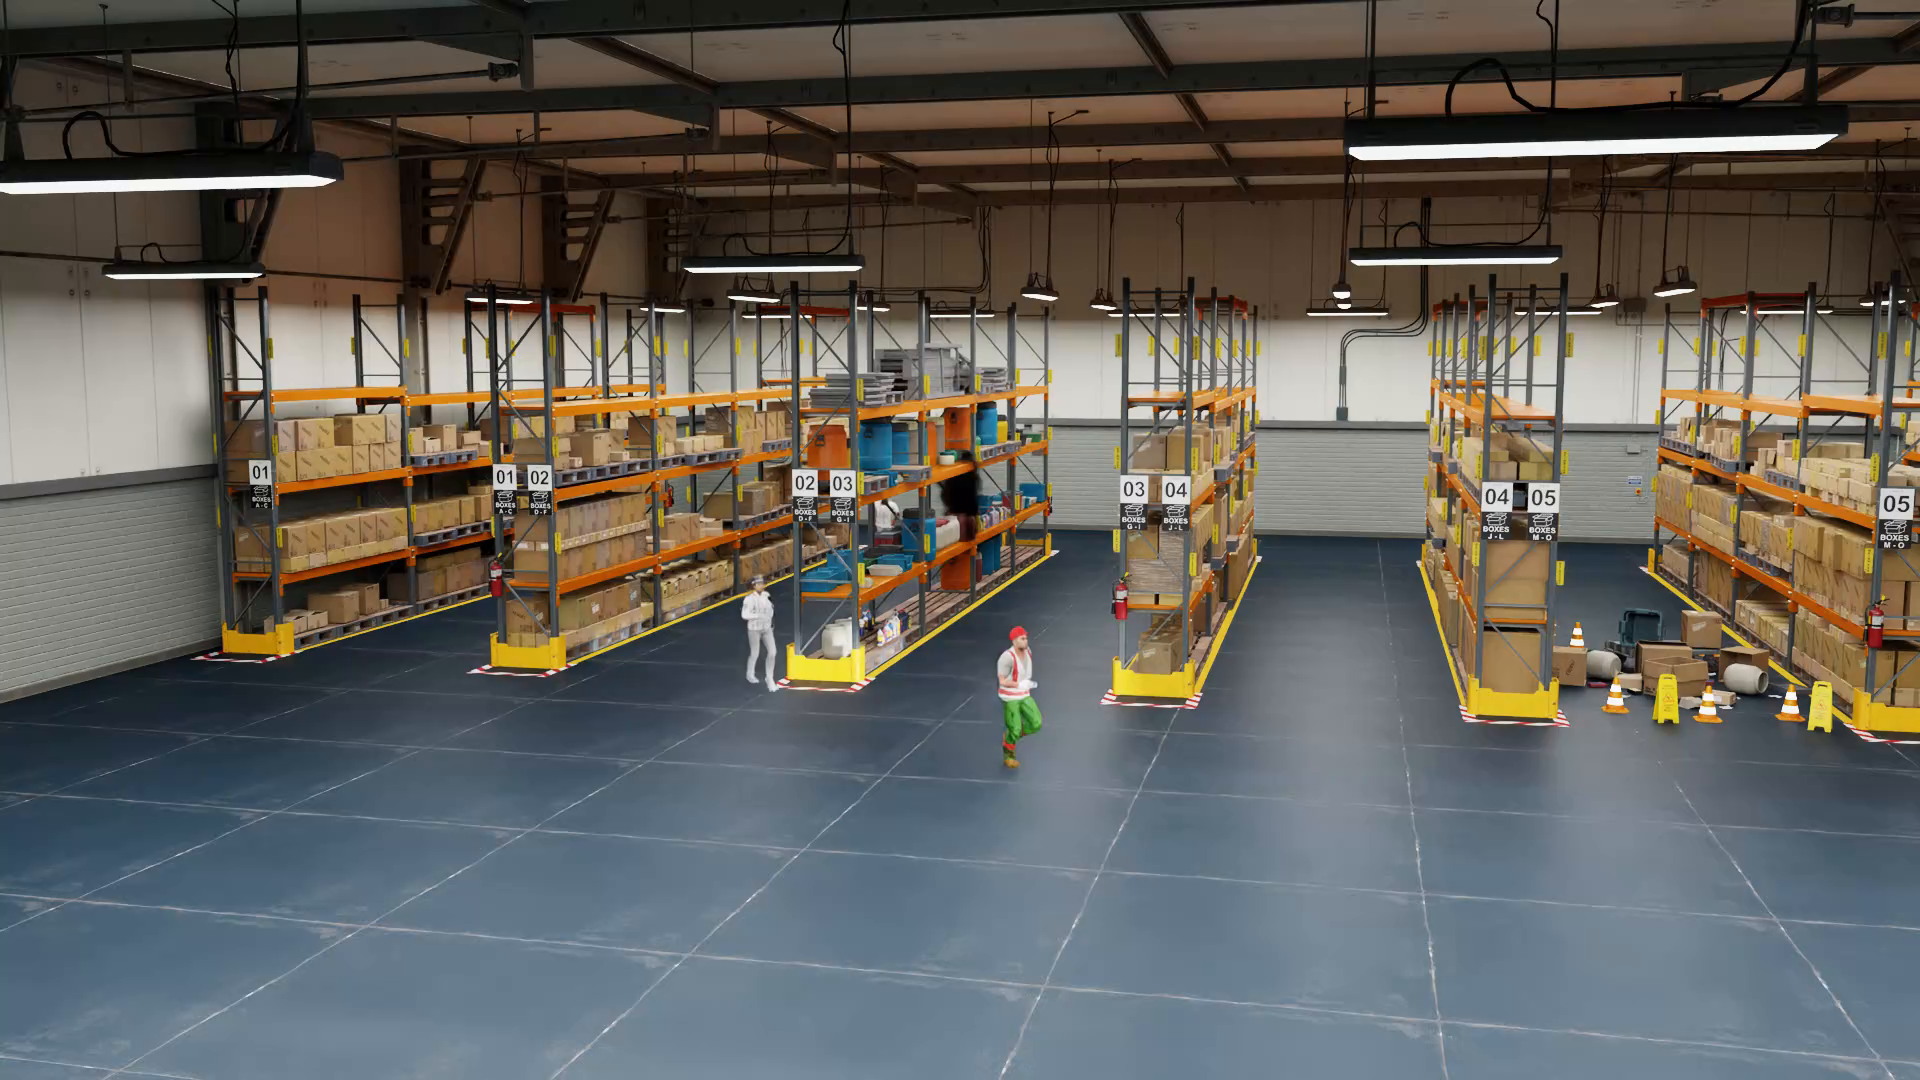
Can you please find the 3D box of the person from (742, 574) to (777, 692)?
[{"bbox_3d":[-2.952,1.362,24.504,0.594,1.753,0.753,-4,8,-31],"label":"person"}]

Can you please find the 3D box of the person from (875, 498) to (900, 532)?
[{"bbox_3d":[-1.767,-0.308,38.774,0.725,1.741,0.784,0,7,1],"label":"person"}]

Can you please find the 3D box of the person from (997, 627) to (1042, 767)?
[{"bbox_3d":[0.730,1.875,19.730,0.707,1.728,0.657,-6,9,-44],"label":"person"}]
